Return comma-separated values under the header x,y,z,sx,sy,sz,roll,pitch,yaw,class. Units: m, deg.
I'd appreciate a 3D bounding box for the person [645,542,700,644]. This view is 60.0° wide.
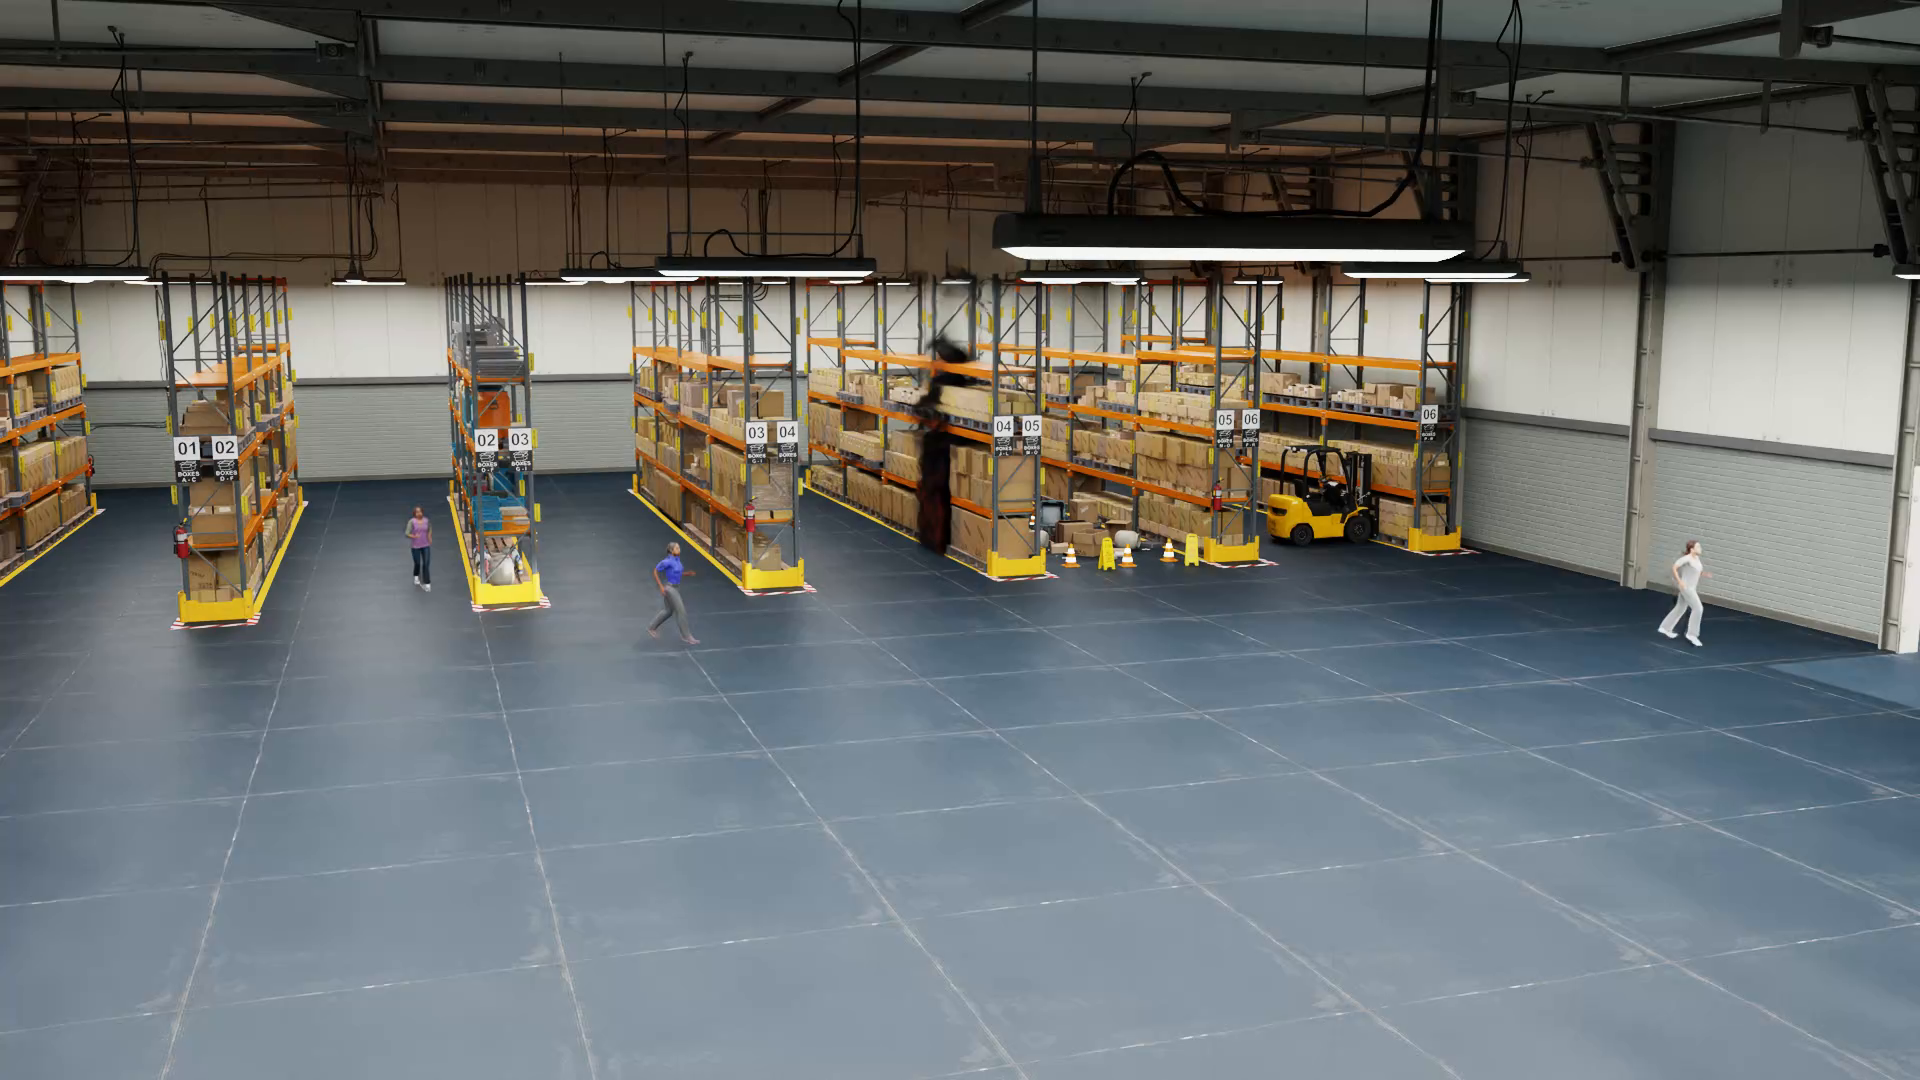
x,y,z,sx,sy,sz,roll,pitch,yaw,class
-4.668,0.846,26.842,0.933,1.661,0.567,1,9,6,person

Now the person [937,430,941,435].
x,y,z,sx,sy,sz,roll,pitch,yaw,class
-0.611,-2.654,51.053,0.719,1.406,0.516,-2,9,-12,person

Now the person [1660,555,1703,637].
x,y,z,sx,sy,sz,roll,pitch,yaw,class
11.782,0.875,27.075,0.671,1.320,0.523,6,11,36,person

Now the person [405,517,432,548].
x,y,z,sx,sy,sz,roll,pitch,yaw,class
-10.308,-0.149,31.691,0.537,0.569,0.401,-5,10,-29,person

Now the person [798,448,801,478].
x,y,z,sx,sy,sz,roll,pitch,yaw,class
-4.556,-1.908,44.991,0.644,1.694,0.512,-3,9,-18,person
